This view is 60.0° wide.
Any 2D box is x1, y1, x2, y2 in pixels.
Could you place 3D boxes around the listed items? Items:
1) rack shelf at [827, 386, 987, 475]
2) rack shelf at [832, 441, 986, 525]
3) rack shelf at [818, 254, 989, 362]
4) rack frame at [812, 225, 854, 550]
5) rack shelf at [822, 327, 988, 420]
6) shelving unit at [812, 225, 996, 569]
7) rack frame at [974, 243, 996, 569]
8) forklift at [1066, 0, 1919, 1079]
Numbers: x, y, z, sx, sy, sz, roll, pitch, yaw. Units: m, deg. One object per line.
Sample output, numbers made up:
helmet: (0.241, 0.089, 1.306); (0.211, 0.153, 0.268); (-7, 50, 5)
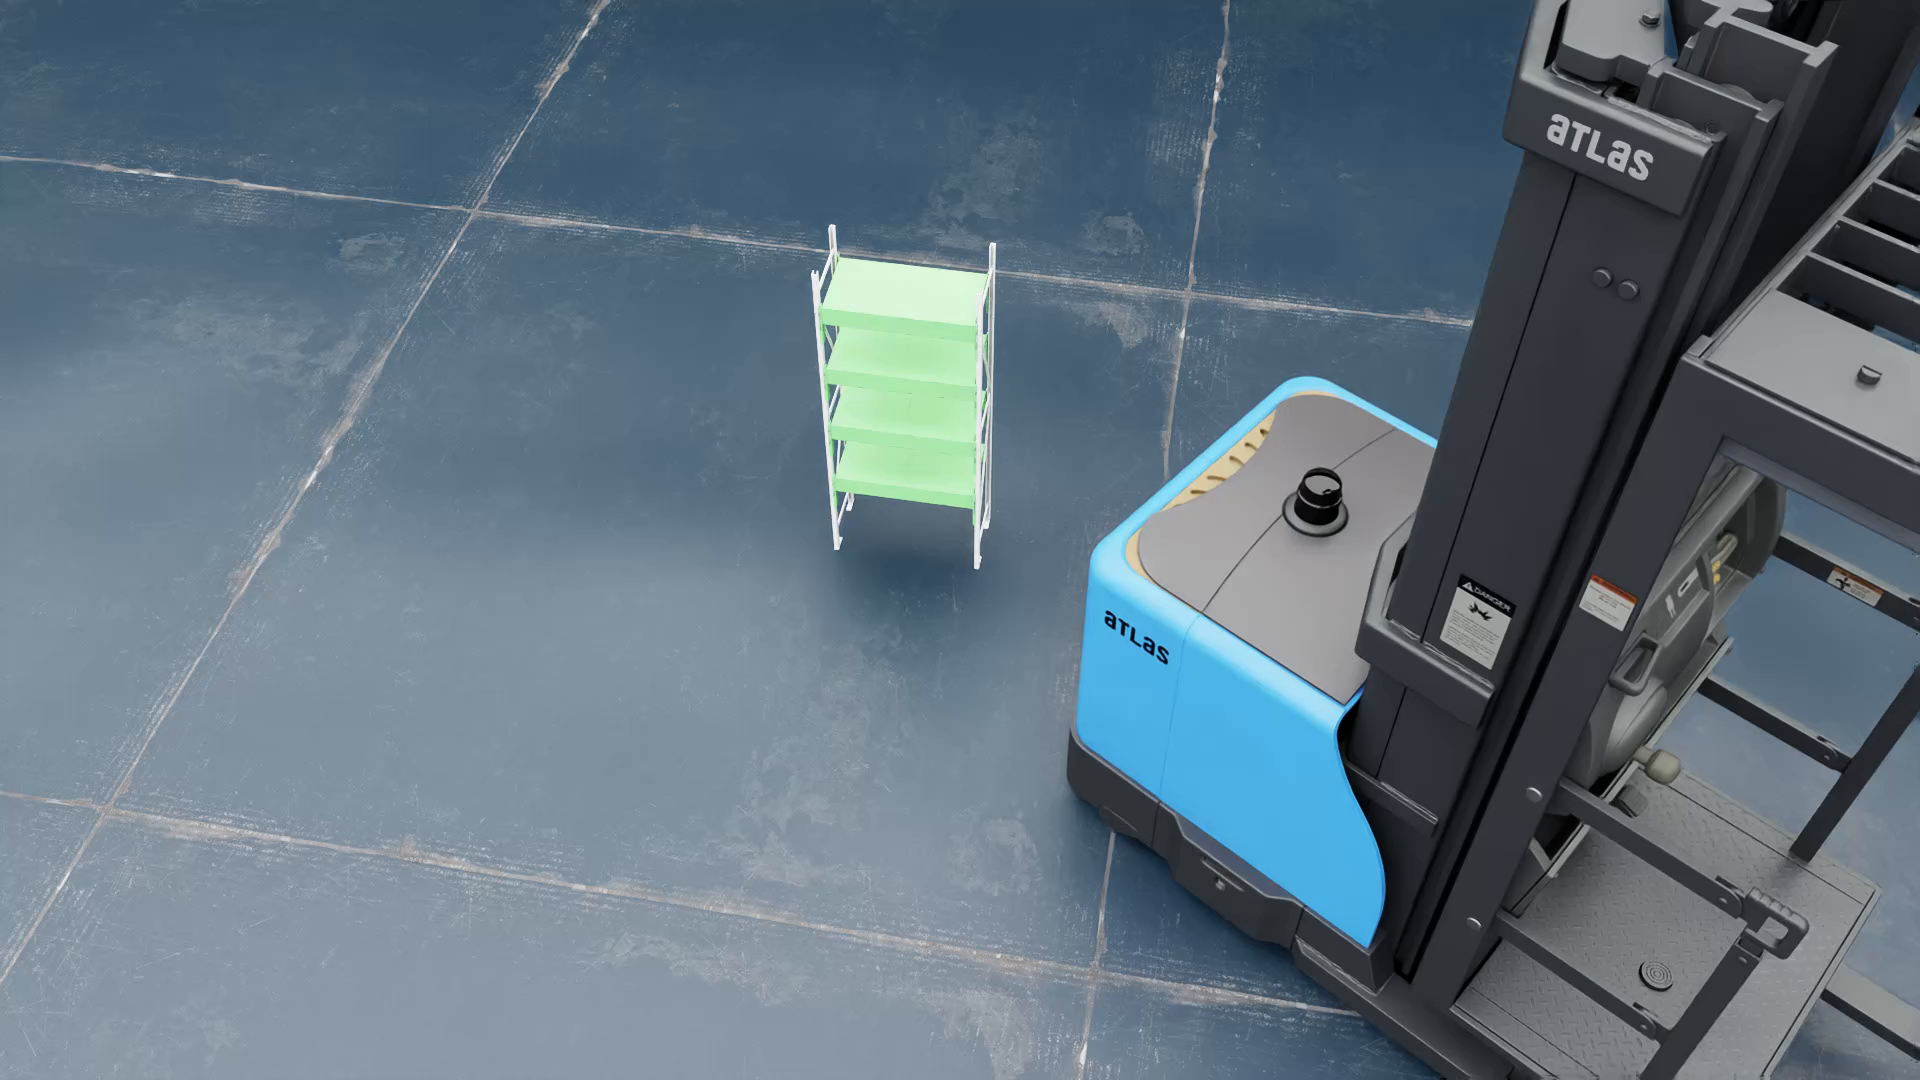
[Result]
rack shelf: (-0.163, -0.380, 5.371); (0.480, 0.148, 0.258); (8, 49, 7)
rack shelf: (-0.163, -0.220, 5.549); (0.480, 0.148, 0.258); (8, 49, 7)
rack shelf: (-0.163, -0.701, 5.014); (0.480, 0.148, 0.258); (8, 49, 7)
rack frame: (-0.403, -0.455, 5.352); (0.015, 1.200, 0.240); (8, 49, 7)
rack shelf: (-0.163, -0.541, 5.192); (0.480, 0.148, 0.258); (8, 49, 7)
shelving unit: (-0.163, -0.423, 5.323); (0.503, 1.200, 0.258); (8, 49, 7)
rack frame: (0.077, -0.391, 5.294); (0.015, 1.200, 0.240); (8, 49, 7)
forklift: (1.749, 0.249, 3.556); (3.031, 2.935, 1.130); (34, 56, 27)
